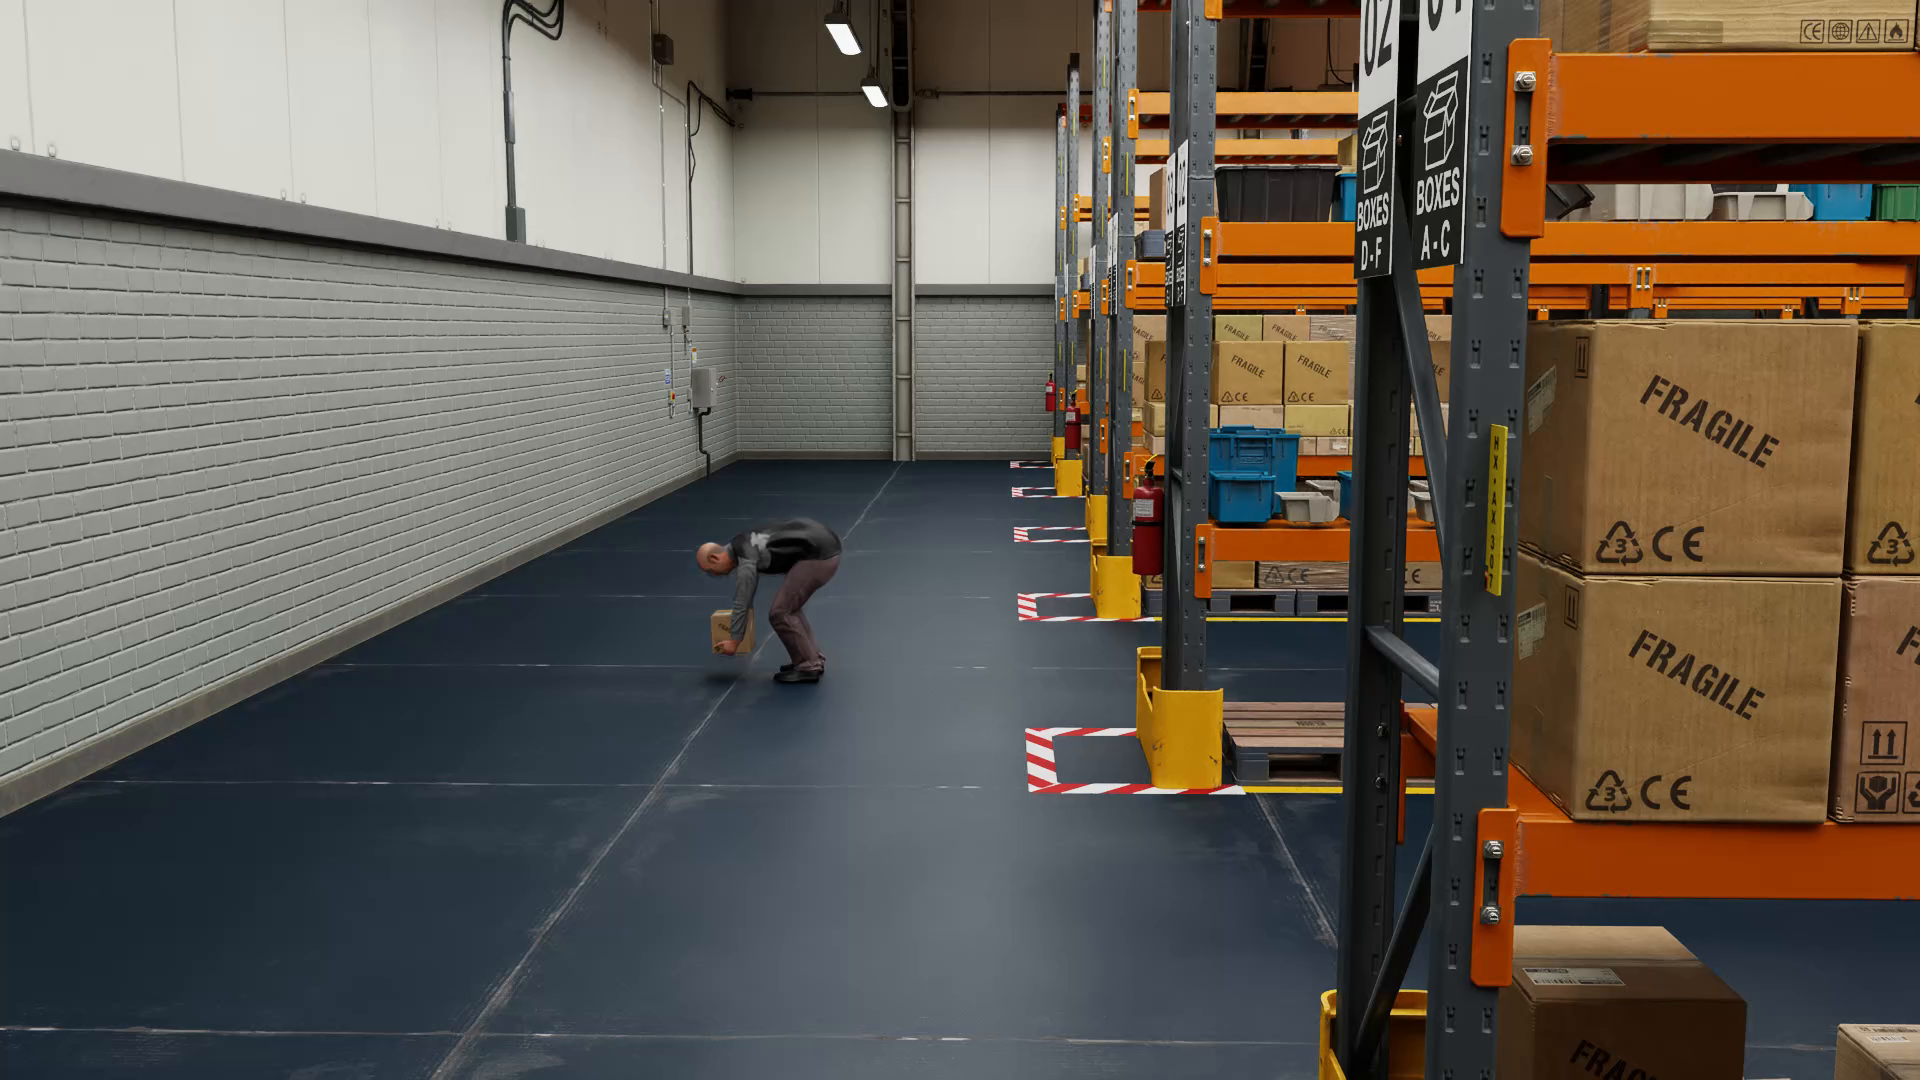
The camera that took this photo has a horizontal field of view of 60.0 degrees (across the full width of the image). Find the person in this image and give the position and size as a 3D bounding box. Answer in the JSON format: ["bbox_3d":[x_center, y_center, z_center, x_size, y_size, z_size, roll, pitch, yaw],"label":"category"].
[{"bbox_3d":[-1.113,0.063,10.894,0.563,1.720,0.494,0,7,0],"label":"person"}]
